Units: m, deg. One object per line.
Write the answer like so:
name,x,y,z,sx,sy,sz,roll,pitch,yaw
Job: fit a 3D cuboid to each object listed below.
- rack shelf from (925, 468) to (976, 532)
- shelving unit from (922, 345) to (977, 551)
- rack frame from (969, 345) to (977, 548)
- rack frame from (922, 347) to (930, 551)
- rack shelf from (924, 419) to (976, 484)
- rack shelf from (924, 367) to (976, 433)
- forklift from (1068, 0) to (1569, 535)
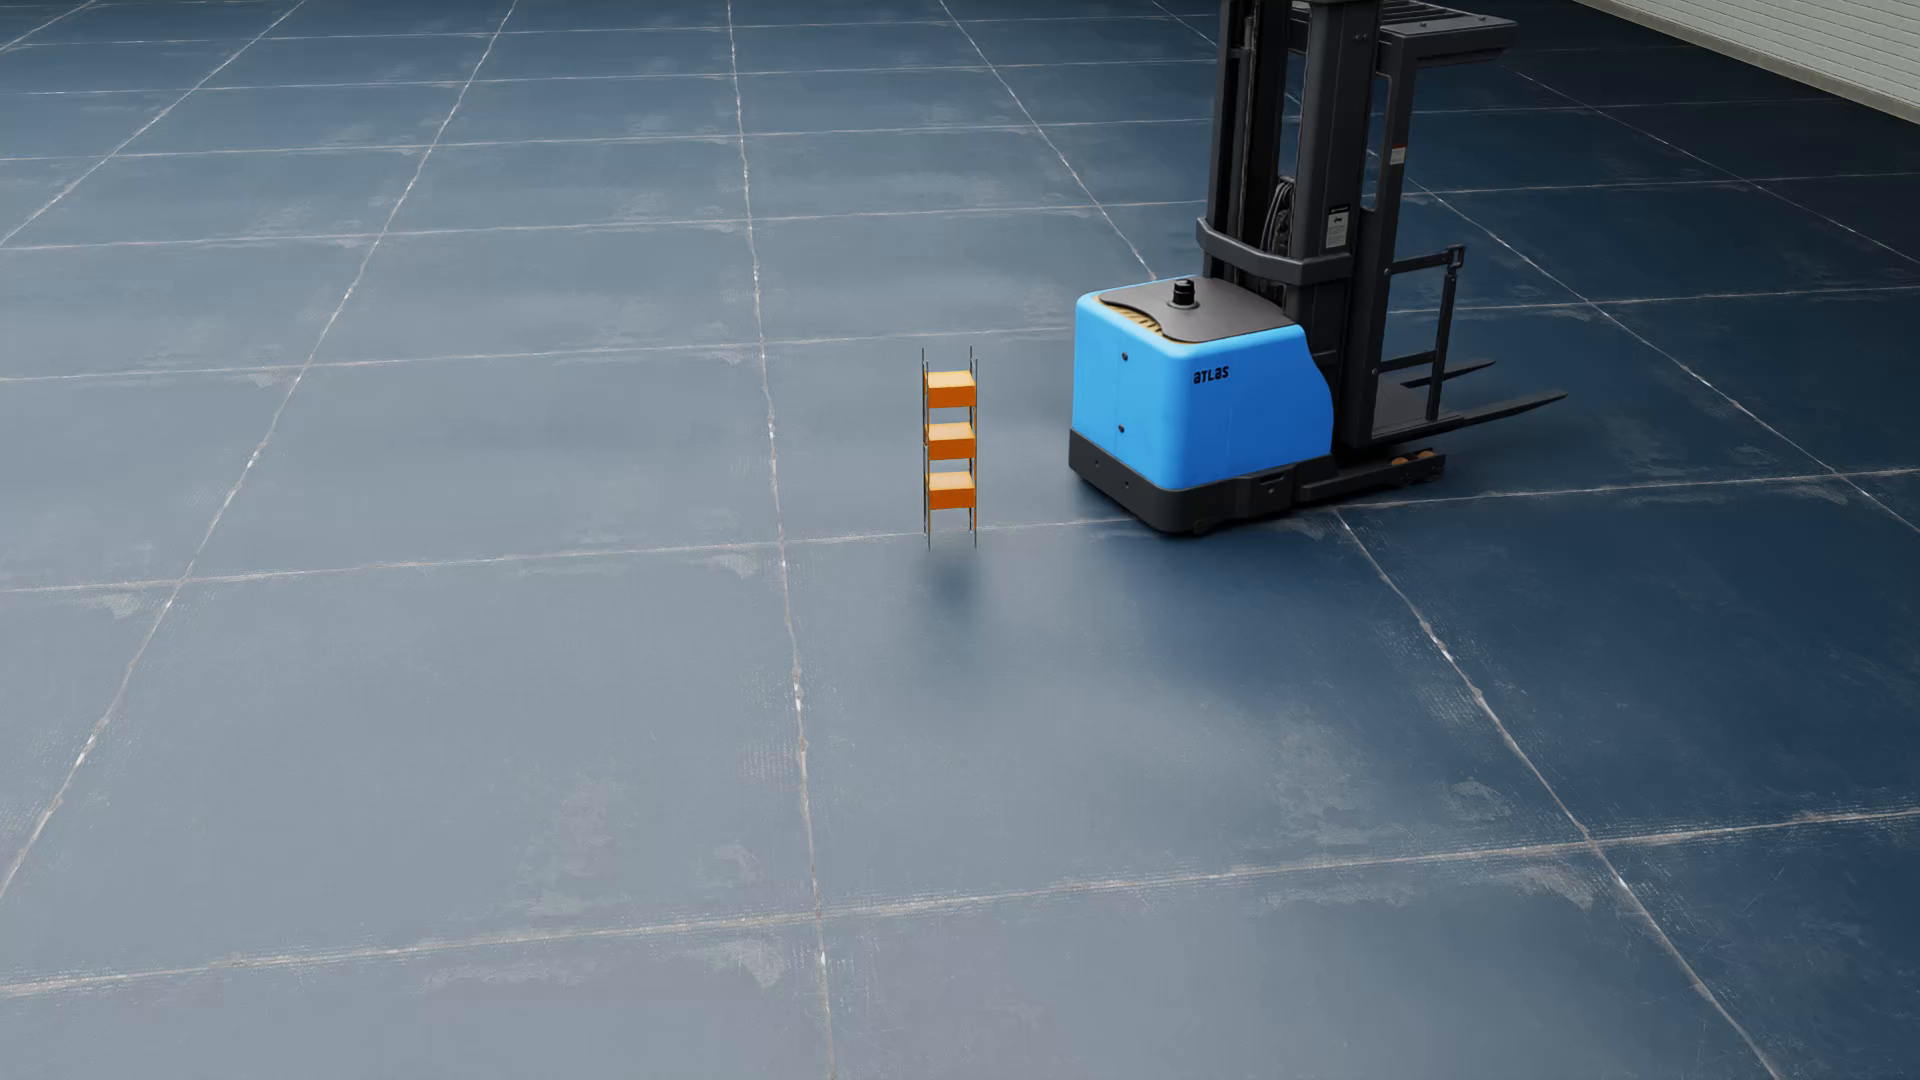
rack shelf,-0.053,-0.207,8.635,0.240,0.259,0.215,-4,27,-7
shelving unit,-0.053,-0.464,8.504,0.252,1.050,0.215,-4,27,-7
rack frame,0.068,-0.471,8.519,0.008,1.050,0.200,-4,27,-7
rack frame,-0.174,-0.456,8.489,0.008,1.050,0.200,-4,27,-7
rack shelf,-0.053,-0.454,8.509,0.240,0.259,0.215,-4,27,-7
rack shelf,-0.053,-0.707,8.379,0.240,0.259,0.215,-4,27,-7
forklift,2.160,-1.796,9.039,3.031,2.935,1.130,-14,30,-25
